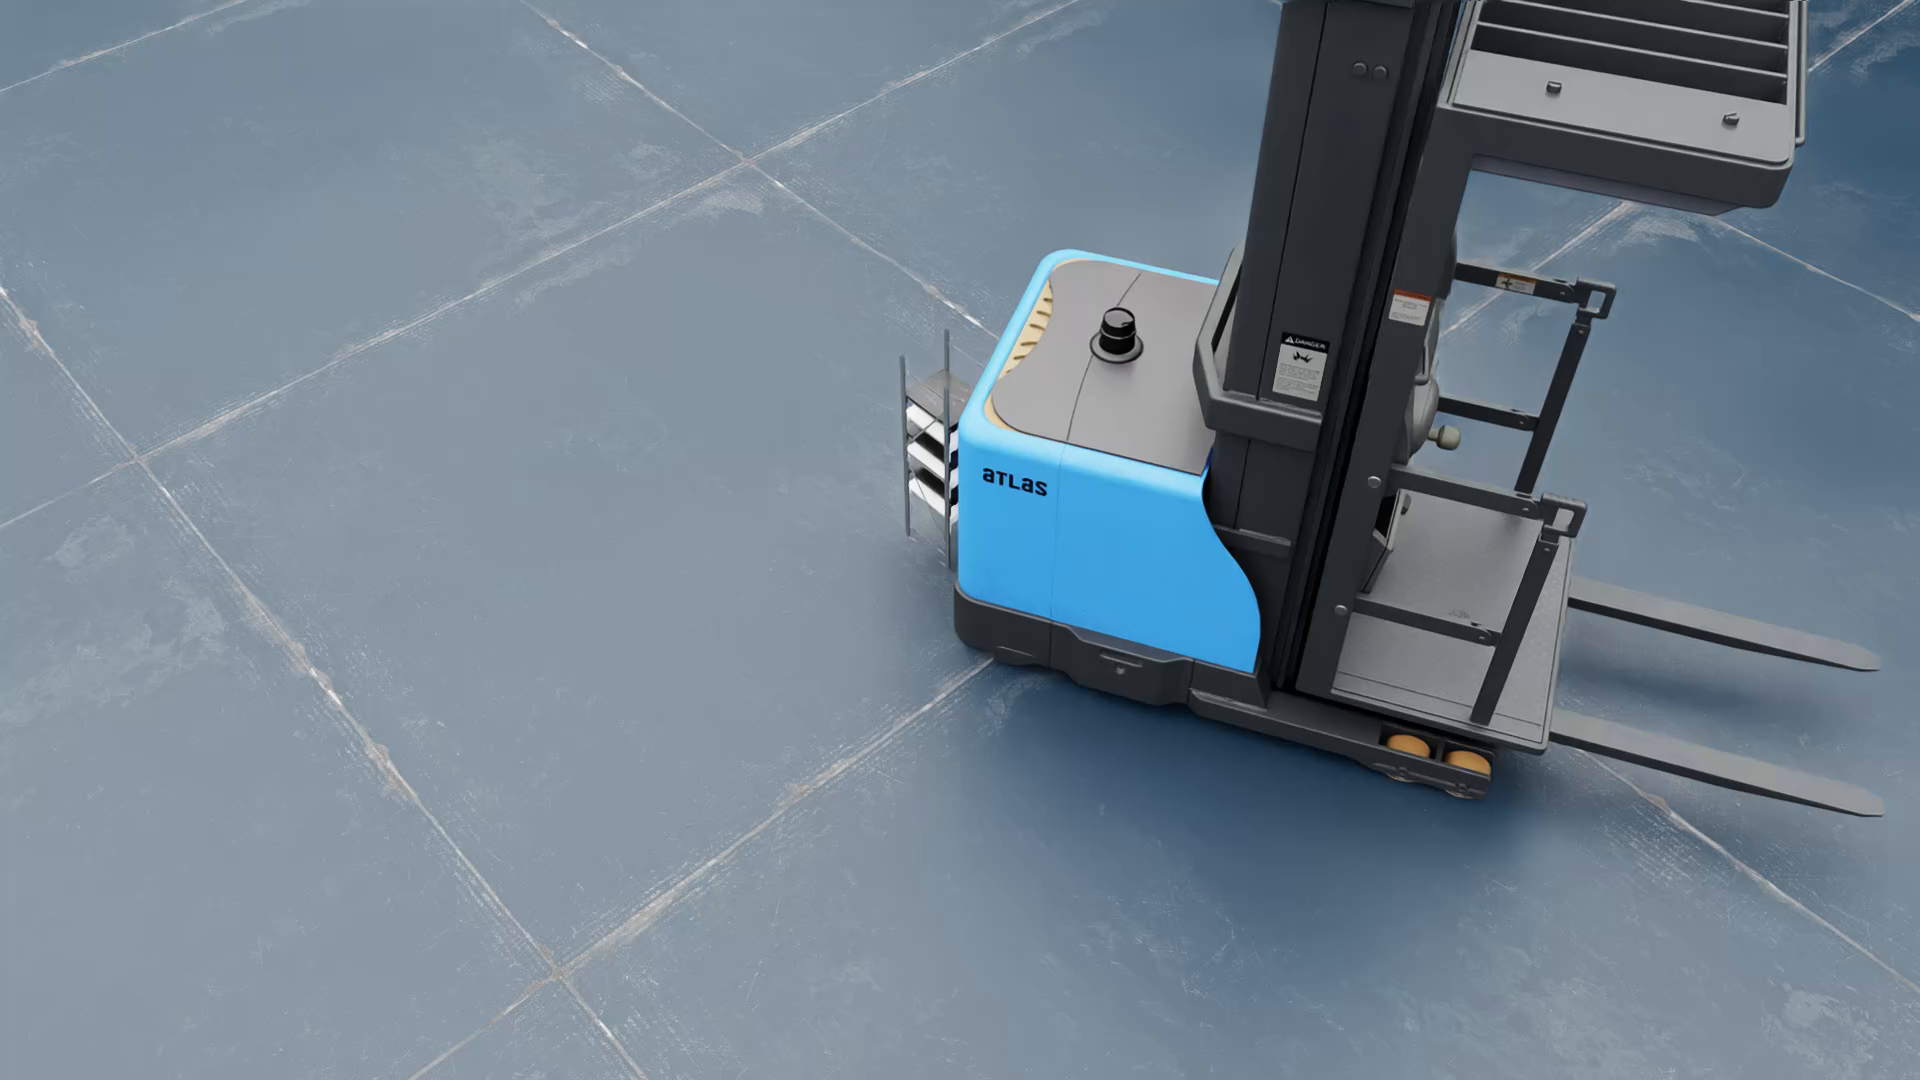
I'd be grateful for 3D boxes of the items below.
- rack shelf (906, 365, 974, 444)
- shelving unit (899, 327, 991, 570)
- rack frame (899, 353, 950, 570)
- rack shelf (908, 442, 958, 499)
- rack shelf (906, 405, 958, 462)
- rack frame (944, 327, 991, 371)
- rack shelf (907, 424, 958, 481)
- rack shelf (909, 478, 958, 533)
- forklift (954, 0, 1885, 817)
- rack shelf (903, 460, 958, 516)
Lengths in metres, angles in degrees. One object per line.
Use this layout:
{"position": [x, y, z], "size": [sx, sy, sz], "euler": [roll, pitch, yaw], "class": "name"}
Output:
{"position": [-0.046, -0.471, 5.750], "size": [0.200, 0.077, 0.258], "euler": [-34, 56, -28], "class": "rack shelf"}
{"position": [-0.046, -0.310, 5.924], "size": [0.210, 0.900, 0.258], "euler": [-34, 56, -28], "class": "shelving unit"}
{"position": [-0.120, -0.259, 5.877], "size": [0.006, 0.900, 0.240], "euler": [-34, 56, -28], "class": "rack frame"}
{"position": [-0.046, -0.287, 5.948], "size": [0.200, 0.077, 0.258], "euler": [-34, 56, -28], "class": "rack shelf"}
{"position": [-0.046, -0.409, 5.816], "size": [0.200, 0.077, 0.258], "euler": [-34, 56, -28], "class": "rack shelf"}
{"position": [0.028, -0.361, 5.971], "size": [0.006, 0.900, 0.240], "euler": [-34, 56, -28], "class": "rack frame"}
{"position": [-0.046, -0.348, 5.882], "size": [0.200, 0.077, 0.258], "euler": [-34, 56, -28], "class": "rack shelf"}
{"position": [-0.046, -0.165, 6.081], "size": [0.200, 0.077, 0.258], "euler": [-34, 56, -28], "class": "rack shelf"}
{"position": [1.553, -0.589, 4.800], "size": [3.031, 2.935, 1.130], "euler": [15, 49, 13], "class": "forklift"}
{"position": [-0.046, -0.226, 6.014], "size": [0.200, 0.077, 0.258], "euler": [-34, 56, -28], "class": "rack shelf"}
